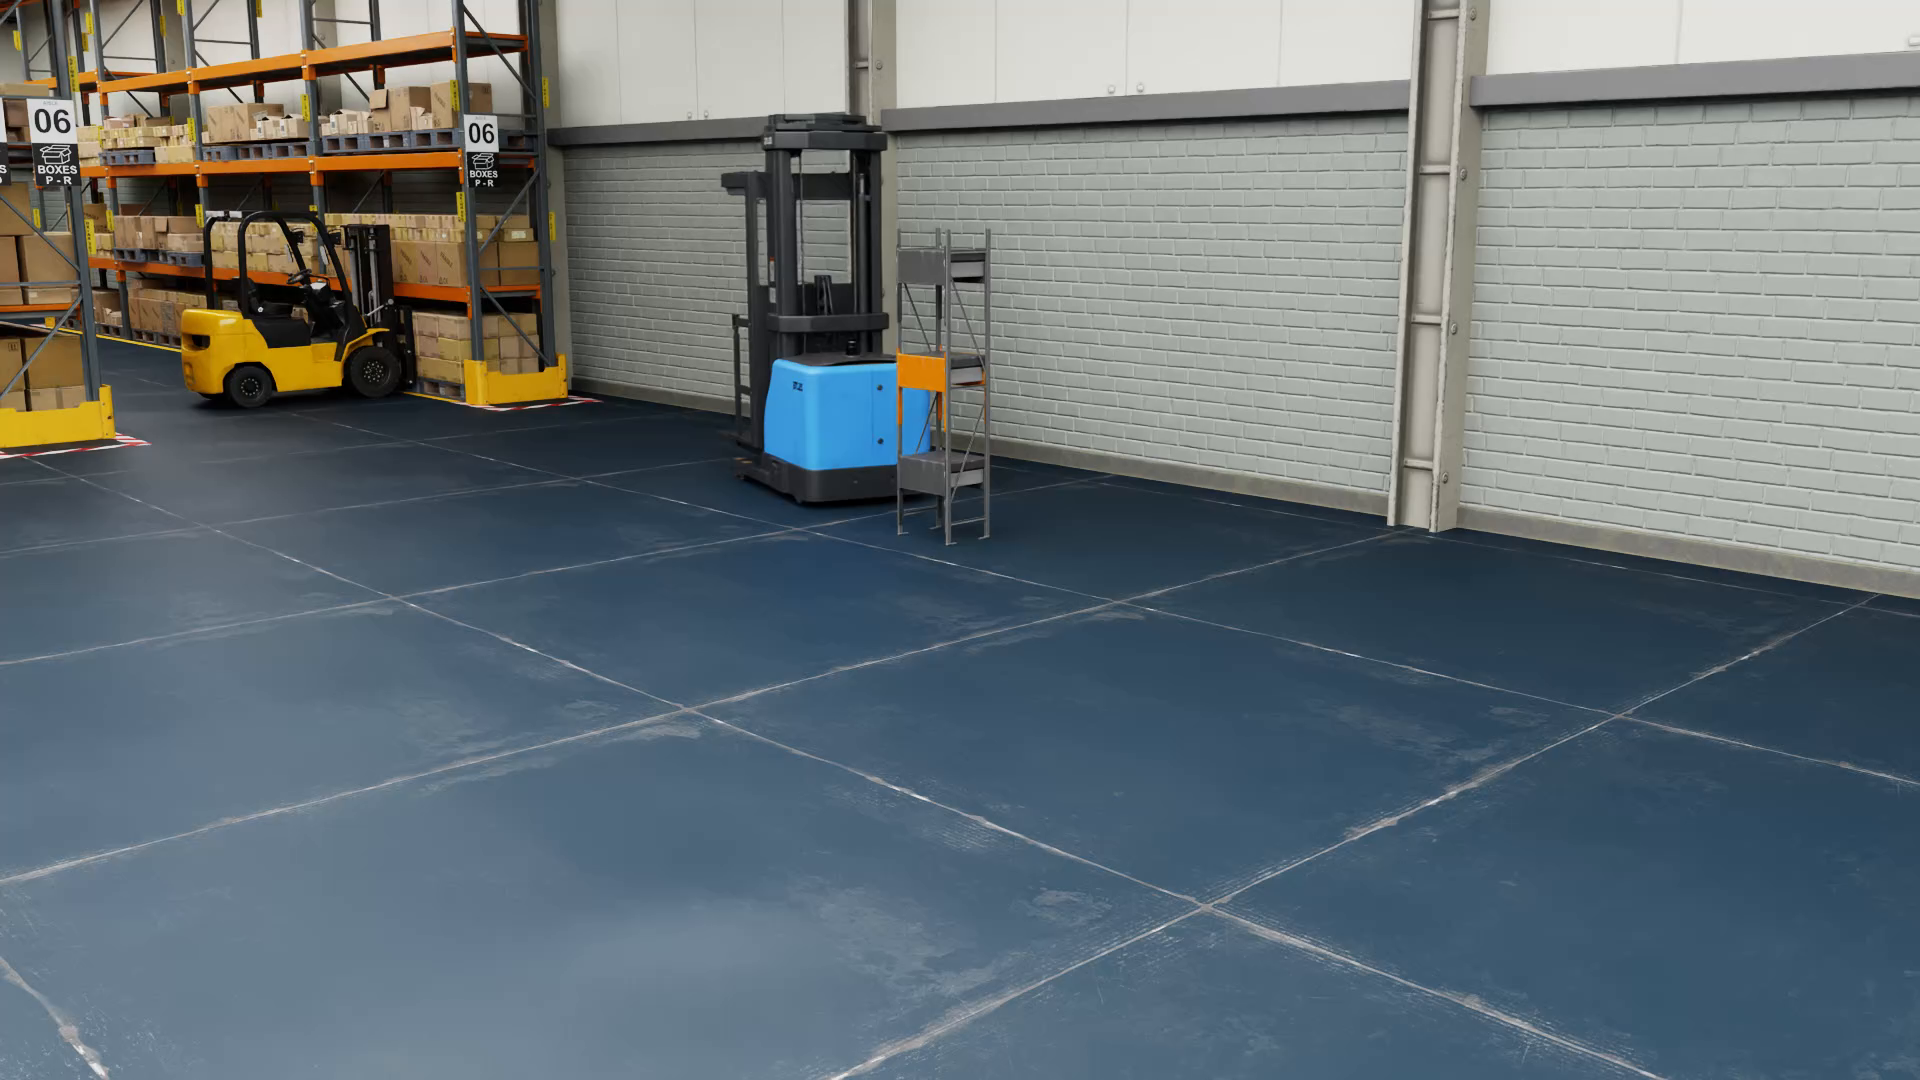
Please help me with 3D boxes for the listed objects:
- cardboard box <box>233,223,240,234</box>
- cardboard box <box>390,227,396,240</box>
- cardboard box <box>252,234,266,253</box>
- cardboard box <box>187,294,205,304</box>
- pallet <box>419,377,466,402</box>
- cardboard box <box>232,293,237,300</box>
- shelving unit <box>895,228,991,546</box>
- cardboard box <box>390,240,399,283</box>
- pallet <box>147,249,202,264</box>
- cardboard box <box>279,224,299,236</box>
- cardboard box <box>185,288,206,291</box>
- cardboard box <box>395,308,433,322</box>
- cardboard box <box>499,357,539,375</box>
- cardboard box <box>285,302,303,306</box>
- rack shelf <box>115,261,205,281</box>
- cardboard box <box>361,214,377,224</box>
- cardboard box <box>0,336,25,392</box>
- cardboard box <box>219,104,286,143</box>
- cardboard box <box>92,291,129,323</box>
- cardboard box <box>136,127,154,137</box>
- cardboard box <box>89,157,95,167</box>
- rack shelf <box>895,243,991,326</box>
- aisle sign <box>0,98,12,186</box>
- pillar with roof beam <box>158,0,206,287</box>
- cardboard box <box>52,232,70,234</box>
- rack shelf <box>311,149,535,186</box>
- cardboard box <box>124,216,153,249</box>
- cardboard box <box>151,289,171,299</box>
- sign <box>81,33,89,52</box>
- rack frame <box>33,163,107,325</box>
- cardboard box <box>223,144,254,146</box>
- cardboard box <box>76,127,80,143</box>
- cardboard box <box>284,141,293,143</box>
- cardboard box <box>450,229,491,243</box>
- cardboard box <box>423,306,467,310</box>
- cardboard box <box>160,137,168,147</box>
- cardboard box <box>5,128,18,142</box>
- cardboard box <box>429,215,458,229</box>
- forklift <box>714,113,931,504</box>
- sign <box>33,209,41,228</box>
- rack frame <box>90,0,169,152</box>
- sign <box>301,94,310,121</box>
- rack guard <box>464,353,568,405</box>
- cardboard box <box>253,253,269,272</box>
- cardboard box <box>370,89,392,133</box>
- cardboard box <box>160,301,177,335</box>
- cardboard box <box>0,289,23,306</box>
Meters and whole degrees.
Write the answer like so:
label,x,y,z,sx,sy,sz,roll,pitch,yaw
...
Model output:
label,x,y,z,sx,sy,sz,roll,pitch,yaw
cardboard box,-10.092,-4.434,23.642,0.380,0.149,0.250,-11,16,-42
cardboard box,-6.825,-3.735,20.251,0.380,0.149,0.250,-11,16,-44
cardboard box,-9.476,-4.113,23.074,0.500,0.250,0.500,-11,16,-42
cardboard box,-11.555,-3.680,25.384,0.250,0.149,0.380,11,16,43
pallet,-5.704,-1.836,19.800,1.003,0.211,1.213,-11,16,-43
cardboard box,-10.969,-3.725,25.603,0.380,0.149,0.250,-10,15,-41
shelving unit,-0.114,-1.053,11.317,0.431,2.100,0.503,-11,16,-43
cardboard box,-6.736,-3.404,20.251,0.500,0.500,0.500,-11,16,-42
pallet,-12.017,-4.453,26.066,1.003,0.211,1.213,-11,16,-43
cardboard box,-8.904,-4.163,22.331,0.250,0.149,0.380,11,16,43
cardboard box,-12.263,-3.980,26.840,0.380,0.149,0.250,-10,16,-41
cardboard box,-6.746,-2.689,20.327,0.500,0.250,0.500,-11,16,-44
cardboard box,-5.343,-2.054,19.720,0.500,0.250,0.500,-11,16,-42
cardboard box,-9.327,-3.021,23.484,0.625,0.625,0.875,11,16,43
rack shelf,-12.051,-4.203,26.162,1.077,0.370,4.000,-11,16,-43
cardboard box,-7.171,-3.957,20.590,0.380,0.149,0.250,-11,16,-43
cardboard box,-9.475,-1.711,16.196,0.500,0.500,0.500,-11,16,-42
cardboard box,-9.925,-5.837,23.339,0.700,0.500,0.500,-11,16,-44
cardboard box,-14.562,-4.028,28.684,0.500,0.500,0.700,11,16,43
cardboard box,-12.437,-6.272,25.586,0.380,0.149,0.250,-11,16,-42
cardboard box,-14.240,-6.281,27.655,0.380,0.149,0.250,-10,15,-41
rack shelf,-0.114,-1.725,11.178,0.431,0.518,0.480,-11,16,-43
aisle sign,-8.900,-3.628,15.143,0.394,0.787,0.004,-11,16,-43
pillar with roof beam,-16.375,-7.413,25.091,9.100,9.000,0.400,-11,16,-43
cardboard box,-15.728,-5.326,29.464,0.500,0.250,0.500,-11,16,-42
rack shelf,-6.527,-4.505,20.192,1.077,0.370,4.000,-11,16,-43
cardboard box,-12.903,-4.925,26.592,0.700,0.500,0.500,-11,16,-42
cardboard box,-12.745,-3.953,26.713,0.380,0.149,0.250,-11,16,-44
sign,-15.779,-8.979,29.985,0.100,0.325,0.005,-11,16,-43
rack frame,-16.195,-5.431,30.339,1.000,3.000,0.127,-11,16,-43
cardboard box,-10.750,-5.941,24.765,0.380,0.149,0.250,-11,16,-42
cardboard box,-14.656,-6.822,28.051,0.500,0.250,0.500,-11,16,-42
cardboard box,-9.378,-5.663,23.322,0.380,0.166,0.250,-11,16,-43
cardboard box,-5.588,-3.474,18.986,0.380,0.149,0.250,-11,16,-42
cardboard box,-6.375,-2.764,20.688,0.500,0.250,0.500,-11,16,-44
cardboard box,-11.959,-6.064,25.362,0.380,0.149,0.250,-10,15,-41
cardboard box,-8.973,-3.869,15.948,0.250,0.149,0.380,11,16,43
cardboard box,-5.938,-3.697,19.332,0.380,0.149,0.250,-10,16,-41
forklift,-1.290,-1.963,13.675,1.130,2.935,3.031,-5,13,-24
sign,-16.587,-5.779,29.885,0.100,0.325,0.005,-11,16,-43
rack frame,-13.433,-7.786,26.900,1.000,3.000,0.127,-11,16,-43
sign,-8.294,-5.479,21.078,0.100,0.325,0.005,-11,16,-43
rack guard,-5.129,-1.868,19.240,1.175,0.500,0.348,-11,16,-43
cardboard box,-9.479,-3.867,23.119,0.500,0.250,0.500,-10,15,-41
cardboard box,-6.639,-5.155,20.022,0.797,0.503,0.637,-10,15,-41
cardboard box,-12.191,-3.500,26.122,0.500,0.500,0.500,11,16,43
cardboard box,-9.146,-2.305,15.791,0.380,0.149,0.250,-10,15,-41
